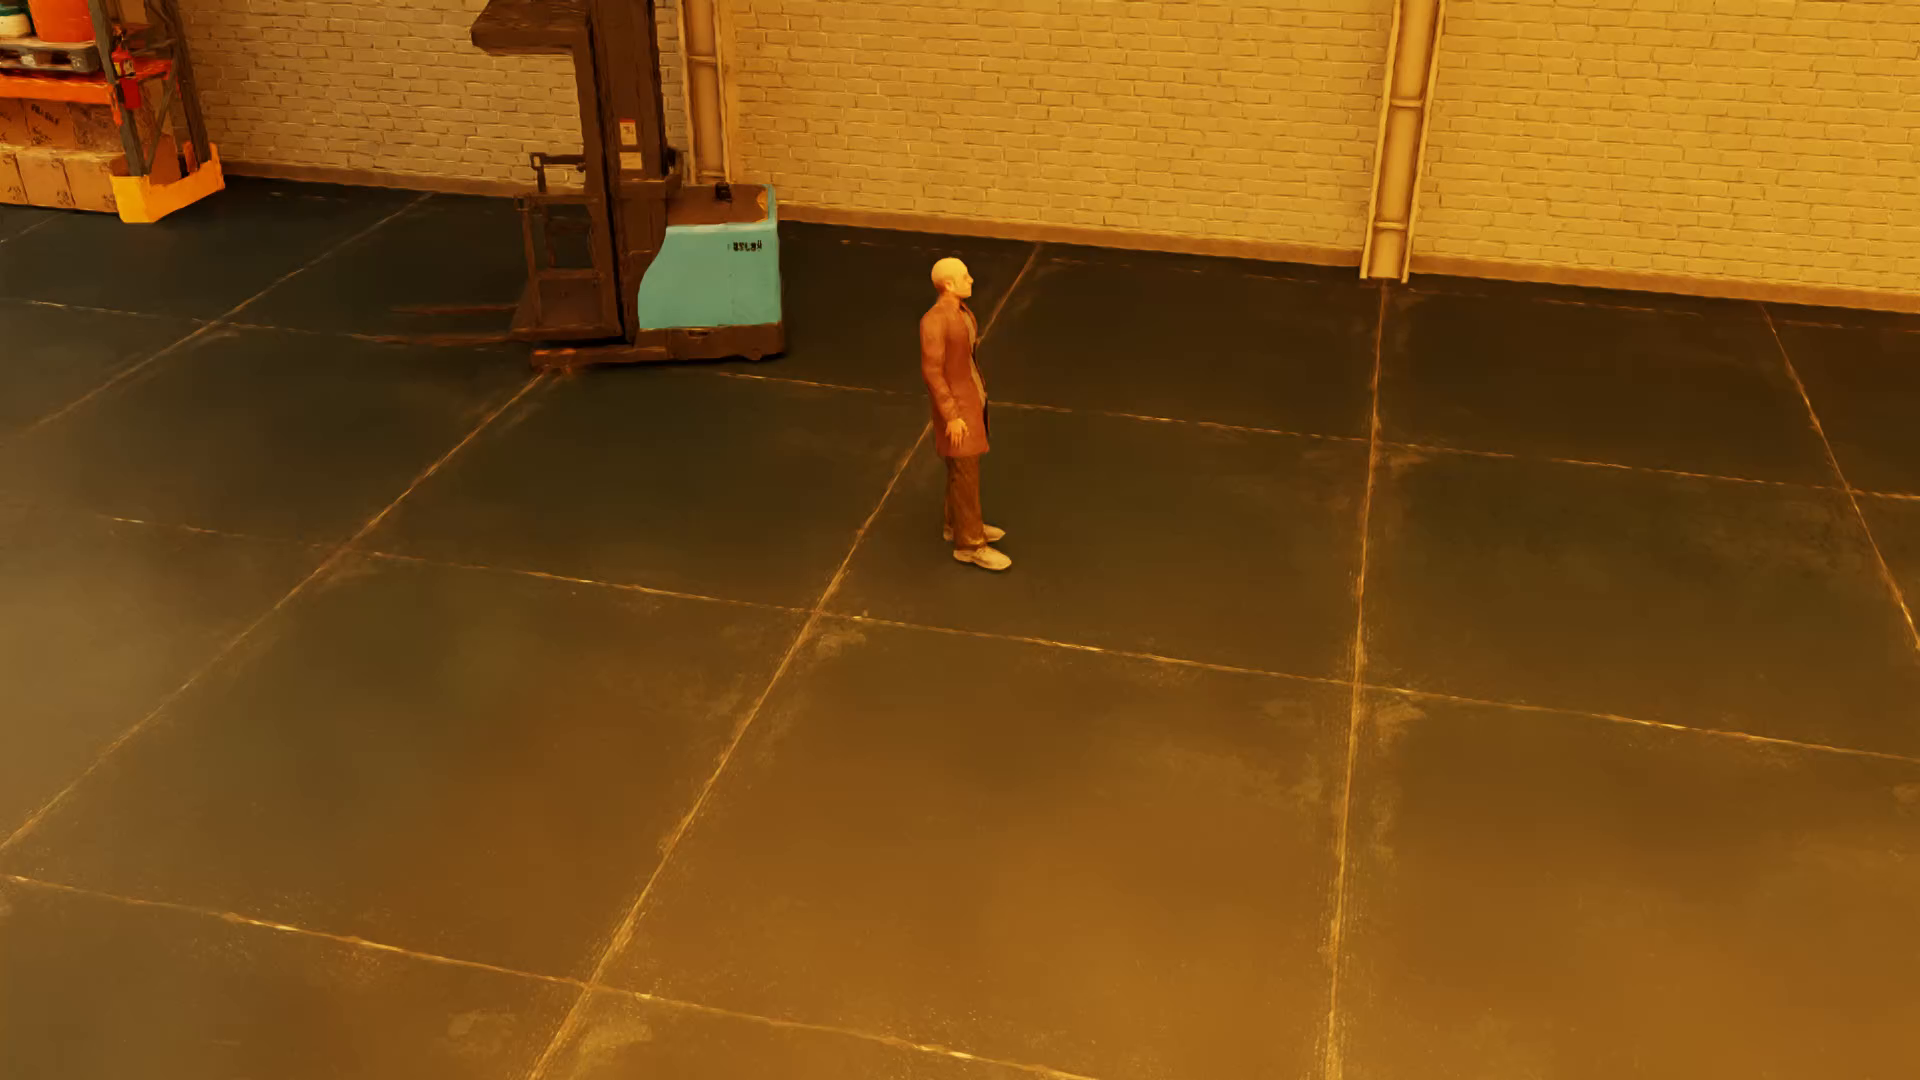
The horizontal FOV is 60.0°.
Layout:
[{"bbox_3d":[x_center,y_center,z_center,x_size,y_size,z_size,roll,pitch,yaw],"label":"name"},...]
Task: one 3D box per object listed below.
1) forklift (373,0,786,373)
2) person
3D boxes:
[{"bbox_3d":[-2.868,-2.790,12.094,3.031,2.935,1.130,-3,30,-5],"label":"forklift"},{"bbox_3d":[0.090,-0.766,9.678,0.575,1.776,0.694,7,30,12],"label":"person"}]
